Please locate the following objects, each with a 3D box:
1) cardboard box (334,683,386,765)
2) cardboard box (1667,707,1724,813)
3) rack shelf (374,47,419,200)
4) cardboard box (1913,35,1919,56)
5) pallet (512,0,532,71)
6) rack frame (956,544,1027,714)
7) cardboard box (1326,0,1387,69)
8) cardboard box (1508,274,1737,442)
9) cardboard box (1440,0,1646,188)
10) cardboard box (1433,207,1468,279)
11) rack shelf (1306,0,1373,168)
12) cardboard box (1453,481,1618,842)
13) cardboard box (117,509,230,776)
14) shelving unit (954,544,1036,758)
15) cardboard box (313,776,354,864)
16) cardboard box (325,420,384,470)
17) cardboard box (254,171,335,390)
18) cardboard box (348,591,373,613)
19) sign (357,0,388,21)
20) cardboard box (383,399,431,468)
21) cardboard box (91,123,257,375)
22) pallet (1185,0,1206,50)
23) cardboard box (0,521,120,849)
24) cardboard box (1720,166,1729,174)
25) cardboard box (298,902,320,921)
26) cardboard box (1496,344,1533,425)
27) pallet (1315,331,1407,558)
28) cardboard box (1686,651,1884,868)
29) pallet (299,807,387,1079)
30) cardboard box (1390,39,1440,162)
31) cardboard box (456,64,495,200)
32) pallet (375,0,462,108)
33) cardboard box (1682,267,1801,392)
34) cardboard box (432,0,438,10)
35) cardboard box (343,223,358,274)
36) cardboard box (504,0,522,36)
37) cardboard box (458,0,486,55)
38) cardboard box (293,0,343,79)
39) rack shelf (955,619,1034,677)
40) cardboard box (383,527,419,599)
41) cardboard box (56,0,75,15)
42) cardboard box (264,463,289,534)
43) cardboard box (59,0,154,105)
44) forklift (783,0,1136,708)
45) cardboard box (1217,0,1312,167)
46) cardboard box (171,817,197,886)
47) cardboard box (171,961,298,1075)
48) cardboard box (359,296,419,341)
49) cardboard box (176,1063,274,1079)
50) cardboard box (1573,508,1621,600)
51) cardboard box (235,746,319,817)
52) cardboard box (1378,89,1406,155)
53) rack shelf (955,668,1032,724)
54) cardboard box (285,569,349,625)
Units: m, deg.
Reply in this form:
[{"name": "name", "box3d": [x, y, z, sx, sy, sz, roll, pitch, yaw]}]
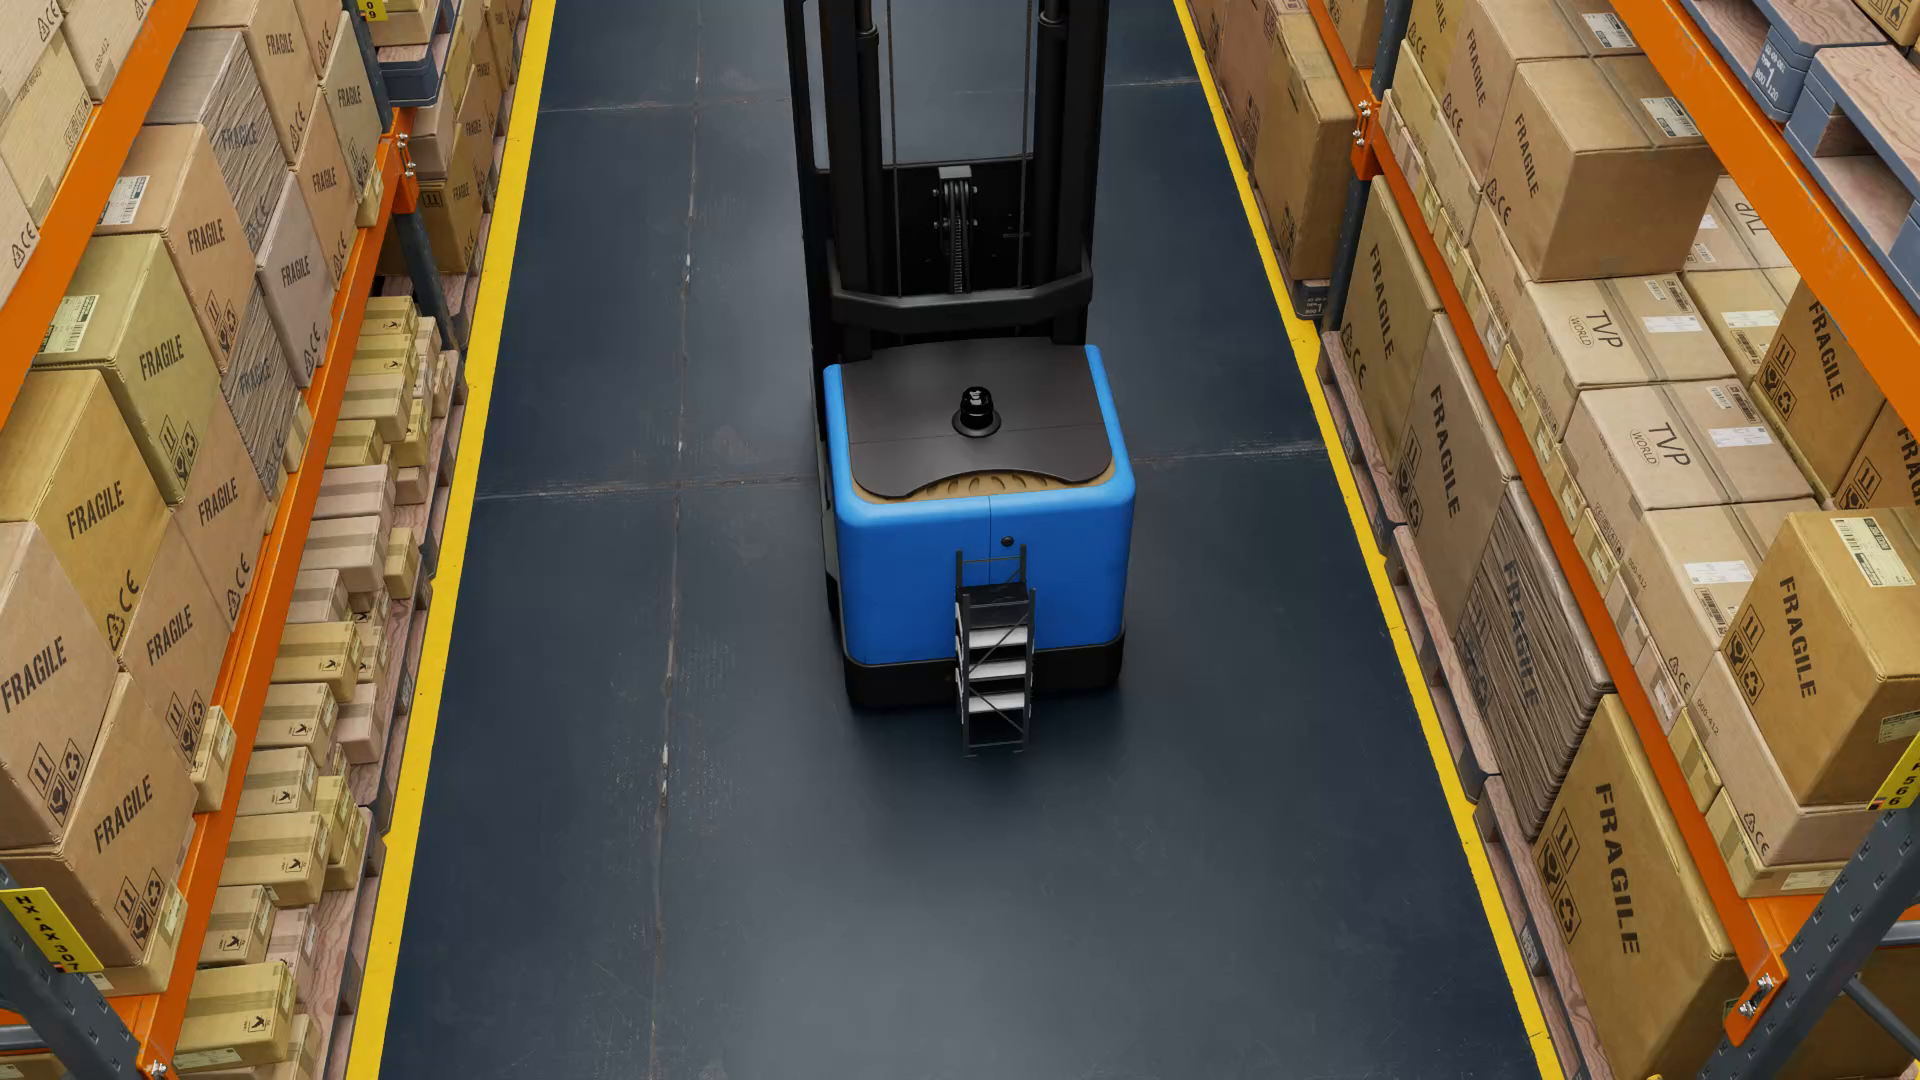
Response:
[{"name": "cardboard box", "box3d": [-2.249, 0.662, 5.867, 0.380, 0.149, 0.250, -6, 47, -5]}, {"name": "cardboard box", "box3d": [2.139, 0.577, 4.447, 0.380, 0.149, 0.250, -3, 47, -3]}, {"name": "rack shelf", "box3d": [-2.932, -2.949, 8.109, 1.077, 0.370, 4.000, -3, 47, -3]}, {"name": "cardboard box", "box3d": [2.497, -1.116, 3.384, 0.700, 0.500, 0.500, -5, 47, -5]}, {"name": "pallet", "box3d": [-3.036, -3.119, 9.695, 1.003, 0.211, 1.213, -3, 47, -3]}, {"name": "rack frame", "box3d": [0.107, 0.334, 5.950, 0.240, 0.900, 0.006, -5, 47, -5]}, {"name": "cardboard box", "box3d": [1.875, -2.334, 6.962, 0.500, 0.500, 0.500, -3, 47, -3]}, {"name": "cardboard box", "box3d": [2.083, -0.581, 5.269, 0.500, 0.250, 0.500, -3, 47, -3]}, {"name": "cardboard box", "box3d": [2.005, -1.567, 5.687, 0.500, 0.500, 0.500, -3, 47, -3]}, {"name": "cardboard box", "box3d": [1.948, -1.086, 6.022, 0.380, 0.149, 0.250, -5, 47, -4]}, {"name": "rack shelf", "box3d": [2.019, -3.177, 8.325, 1.077, 0.370, 4.000, -3, 47, -3]}, {"name": "cardboard box", "box3d": [2.311, 0.386, 5.629, 0.875, 0.875, 0.875, -3, 47, -3]}, {"name": "cardboard box", "box3d": [-2.263, 0.281, 4.281, 0.500, 0.500, 0.500, -3, 47, -3]}, {"name": "shelving unit", "box3d": [0.119, 0.407, 5.881, 0.258, 0.900, 0.210, -5, 47, -5]}, {"name": "cardboard box", "box3d": [-2.207, 0.918, 5.420, 0.380, 0.149, 0.250, -2, 47, -2]}, {"name": "cardboard box", "box3d": [-2.443, -0.322, 6.390, 0.380, 0.149, 0.250, -2, 47, -2]}, {"name": "cardboard box", "box3d": [-2.360, -0.818, 5.321, 0.500, 0.500, 0.500, -4, 47, -4]}, {"name": "cardboard box", "box3d": [-2.380, 0.146, 6.151, 0.380, 0.149, 0.250, -5, 47, -5]}, {"name": "sign", "box3d": [-2.225, -2.086, 6.200, 0.100, 0.325, 0.005, -3, 47, -3]}, {"name": "cardboard box", "box3d": [-2.347, -0.419, 6.687, 0.380, 0.149, 0.250, -5, 47, -5]}, {"name": "cardboard box", "box3d": [-2.319, -0.788, 4.604, 0.500, 0.500, 0.500, -5, 47, -5]}, {"name": "pallet", "box3d": [1.842, -3.338, 9.902, 1.003, 0.211, 1.213, -3, 47, -3]}, {"name": "cardboard box", "box3d": [-2.203, 0.323, 3.552, 0.500, 0.500, 0.500, -4, 47, -4]}, {"name": "cardboard box", "box3d": [2.529, -1.607, 5.725, 0.500, 0.500, 0.500, -3, 47, -3]}, {"name": "cardboard box", "box3d": [-2.286, 1.218, 5.341, 0.380, 0.149, 0.250, -3, 47, -3]}, {"name": "cardboard box", "box3d": [2.011, -0.529, 5.495, 0.380, 0.149, 0.250, -5, 47, -4]}, {"name": "pallet", "box3d": [2.172, -0.464, 7.180, 1.003, 0.211, 1.213, -3, 47, -3]}, {"name": "cardboard box", "box3d": [2.216, 0.531, 4.216, 0.500, 0.250, 0.500, -4, 47, -4]}, {"name": "pallet", "box3d": [-2.469, 1.459, 5.360, 1.003, 0.211, 1.213, -3, 47, -3]}, {"name": "cardboard box", "box3d": [1.964, -1.673, 6.303, 0.500, 0.250, 0.500, -4, 47, -4]}, {"name": "cardboard box", "box3d": [-2.609, -1.968, 8.116, 0.500, 0.500, 0.500, -2, 47, -1]}, {"name": "pallet", "box3d": [-2.684, -2.245, 7.079, 1.003, 0.211, 1.213, -3, 47, -3]}, {"name": "cardboard box", "box3d": [2.612, -0.615, 5.301, 0.500, 0.250, 0.500, -4, 47, -4]}, {"name": "cardboard box", "box3d": [-2.369, -2.321, 6.902, 0.380, 0.149, 0.250, -3, 47, -3]}, {"name": "cardboard box", "box3d": [-2.415, -1.094, 6.029, 0.380, 0.149, 0.250, -2, 47, -2]}, {"name": "cardboard box", "box3d": [-2.745, -3.092, 9.181, 0.500, 0.500, 0.500, -2, 47, -2]}, {"name": "cardboard box", "box3d": [-2.649, -2.597, 8.196, 0.500, 0.250, 0.500, -2, 47, -2]}, {"name": "cardboard box", "box3d": [-2.456, -1.906, 5.663, 0.500, 0.500, 0.500, -5, 47, -5]}, {"name": "rack shelf", "box3d": [0.119, 0.368, 5.840, 0.258, 0.077, 0.200, -5, 47, -5]}, {"name": "cardboard box", "box3d": [-2.306, 0.098, 6.402, 0.380, 0.149, 0.250, -4, 47, -3]}, {"name": "cardboard box", "box3d": [-2.327, -1.450, 3.887, 0.500, 0.250, 0.500, -5, 47, -5]}, {"name": "cardboard box", "box3d": [-2.312, -0.149, 5.134, 0.380, 0.149, 0.250, -2, 47, -2]}, {"name": "cardboard box", "box3d": [-2.341, -1.303, 4.092, 0.500, 0.250, 0.500, -4, 47, -3]}, {"name": "forklift", "box3d": [-0.074, -1.461, 6.252, 1.130, 2.935, 3.031, -5, 47, -5]}, {"name": "cardboard box", "box3d": [2.037, -2.500, 8.362, 1.225, 0.875, 0.875, -5, 47, -5]}, {"name": "cardboard box", "box3d": [-2.193, 0.795, 4.241, 0.380, 0.149, 0.250, -2, 47, -2]}, {"name": "cardboard box", "box3d": [-2.135, 1.376, 4.782, 0.380, 0.149, 0.250, -5, 47, -5]}, {"name": "cardboard box", "box3d": [-2.476, -0.876, 6.915, 0.380, 0.149, 0.250, -2, 47, -2]}, {"name": "cardboard box", "box3d": [-2.218, 1.484, 4.885, 0.380, 0.149, 0.250, -2, 47, -2]}, {"name": "cardboard box", "box3d": [2.076, 0.026, 4.969, 0.380, 0.149, 0.250, -4, 47, -4]}, {"name": "cardboard box", "box3d": [-2.275, 0.820, 5.309, 0.380, 0.149, 0.250, -6, 47, -5]}, {"name": "cardboard box", "box3d": [1.879, -1.657, 6.563, 0.380, 0.149, 0.250, -3, 47, -3]}, {"name": "rack shelf", "box3d": [0.119, 0.554, 6.036, 0.258, 0.077, 0.200, -5, 47, -5]}, {"name": "cardboard box", "box3d": [-2.382, 0.249, 5.849, 0.380, 0.149, 0.250, -3, 47, -3]}]
